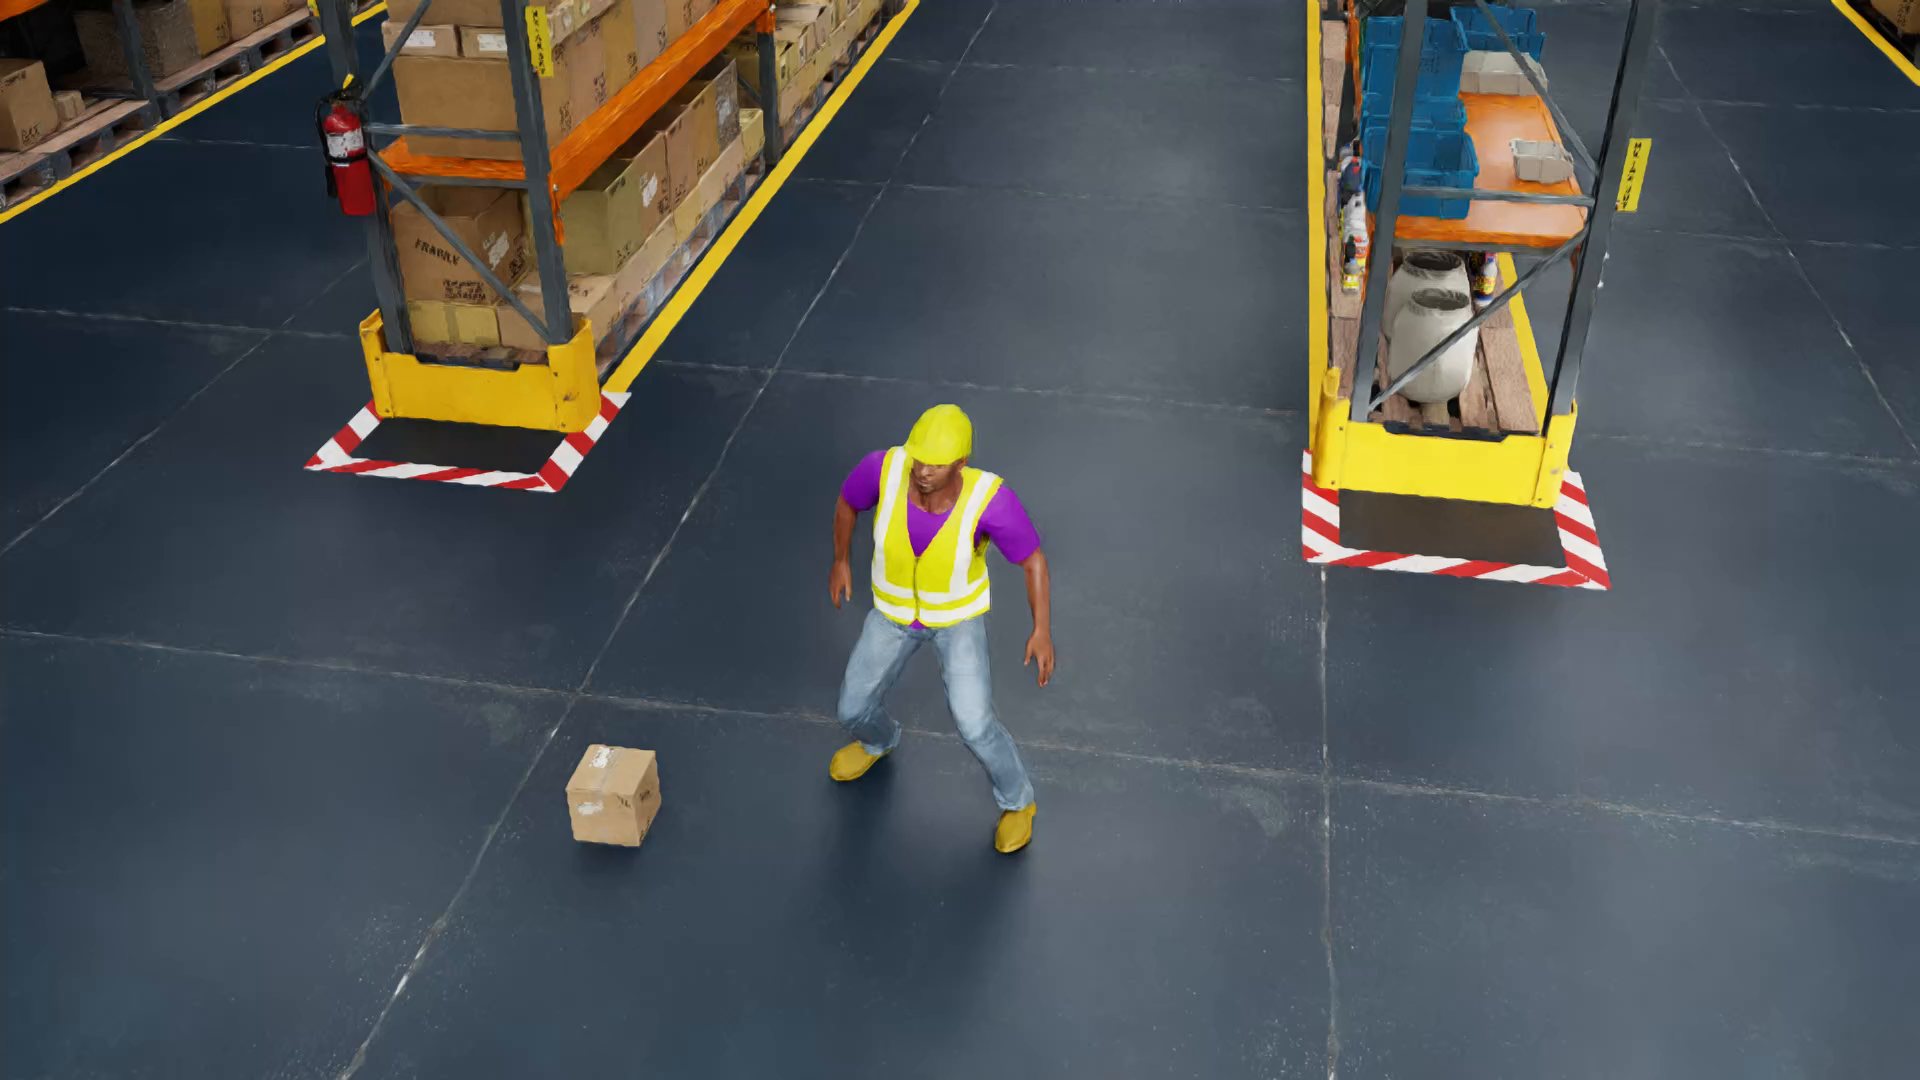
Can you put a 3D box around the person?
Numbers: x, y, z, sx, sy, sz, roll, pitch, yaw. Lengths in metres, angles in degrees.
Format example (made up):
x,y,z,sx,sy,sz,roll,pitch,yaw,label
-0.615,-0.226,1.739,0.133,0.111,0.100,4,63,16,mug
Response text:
x,y,z,sx,sy,sz,roll,pitch,yaw,label
-0.093,0.263,5.841,0.894,1.620,0.544,10,34,16,person
